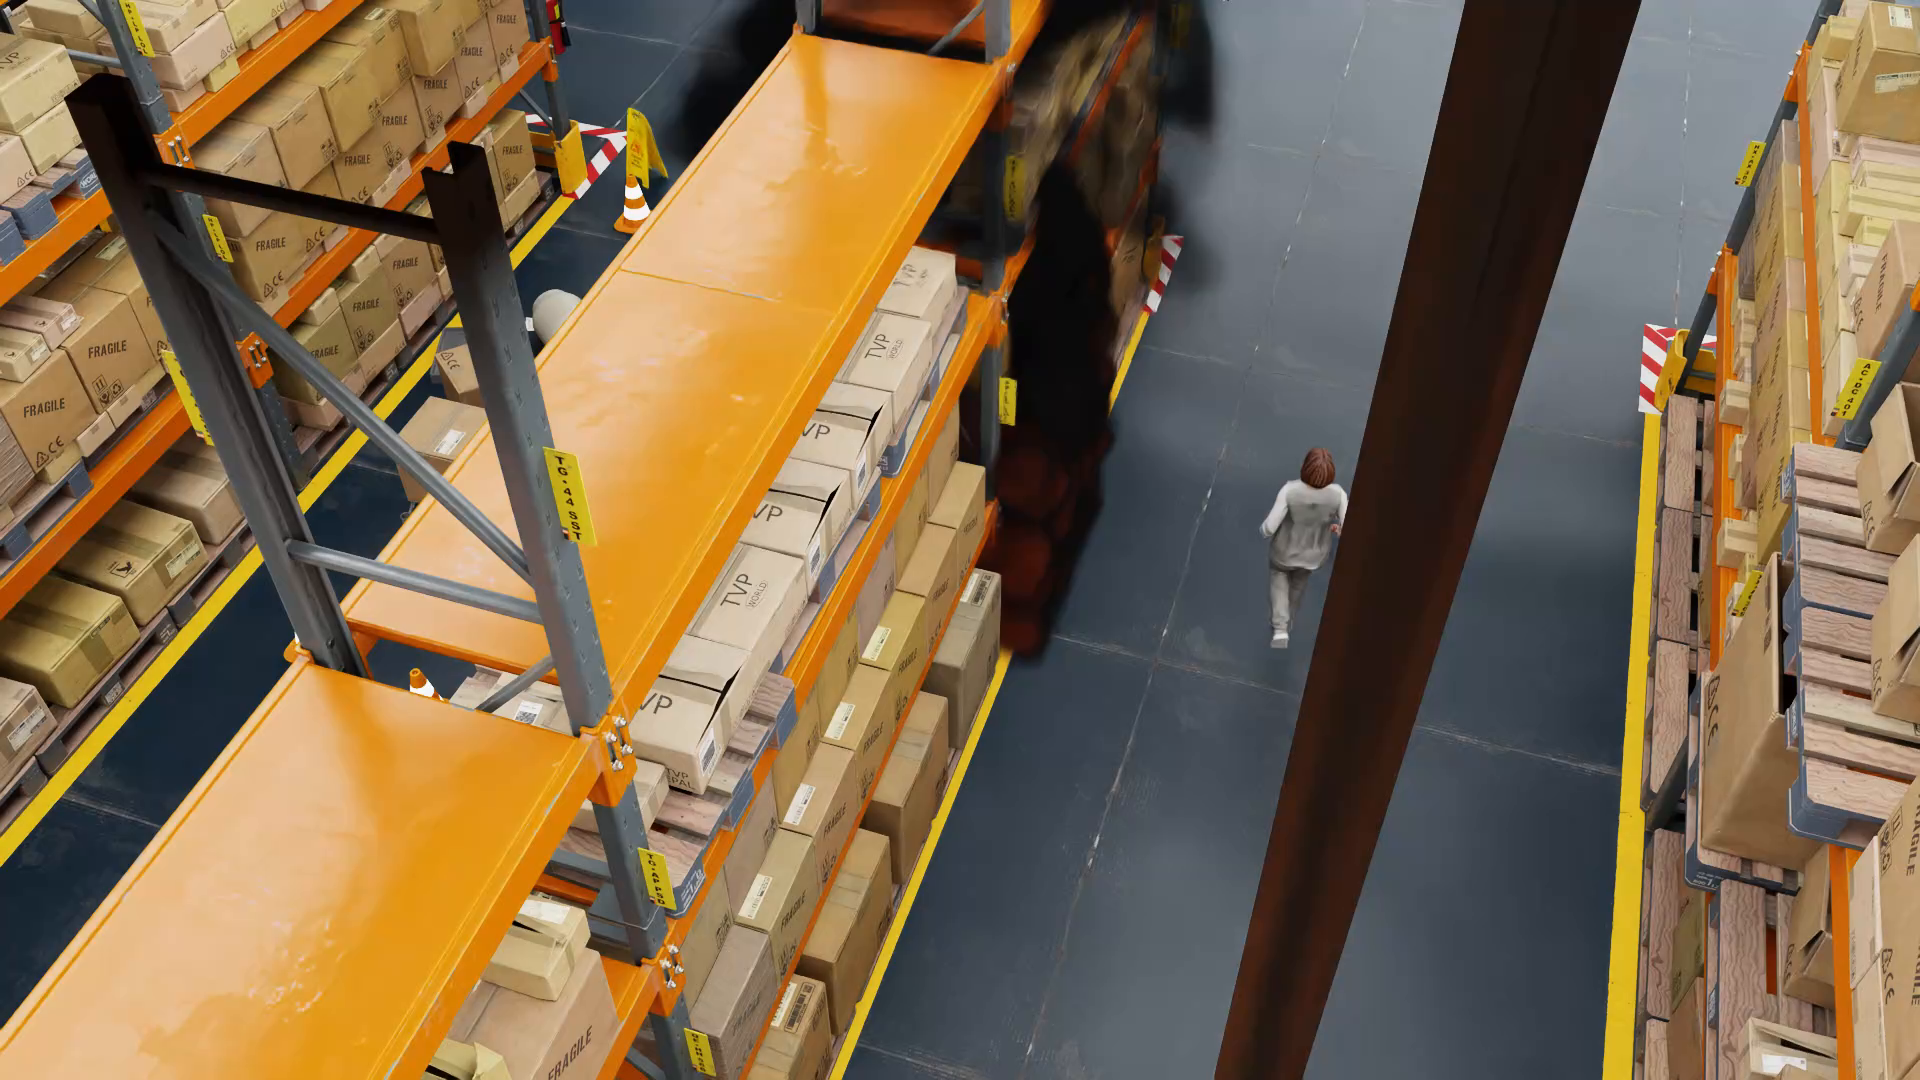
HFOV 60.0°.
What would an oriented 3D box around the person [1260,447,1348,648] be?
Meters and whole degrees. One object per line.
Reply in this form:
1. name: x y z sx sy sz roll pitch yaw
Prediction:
1. person: 1.965 0.074 9.580 0.540 1.572 0.481 2 46 2
